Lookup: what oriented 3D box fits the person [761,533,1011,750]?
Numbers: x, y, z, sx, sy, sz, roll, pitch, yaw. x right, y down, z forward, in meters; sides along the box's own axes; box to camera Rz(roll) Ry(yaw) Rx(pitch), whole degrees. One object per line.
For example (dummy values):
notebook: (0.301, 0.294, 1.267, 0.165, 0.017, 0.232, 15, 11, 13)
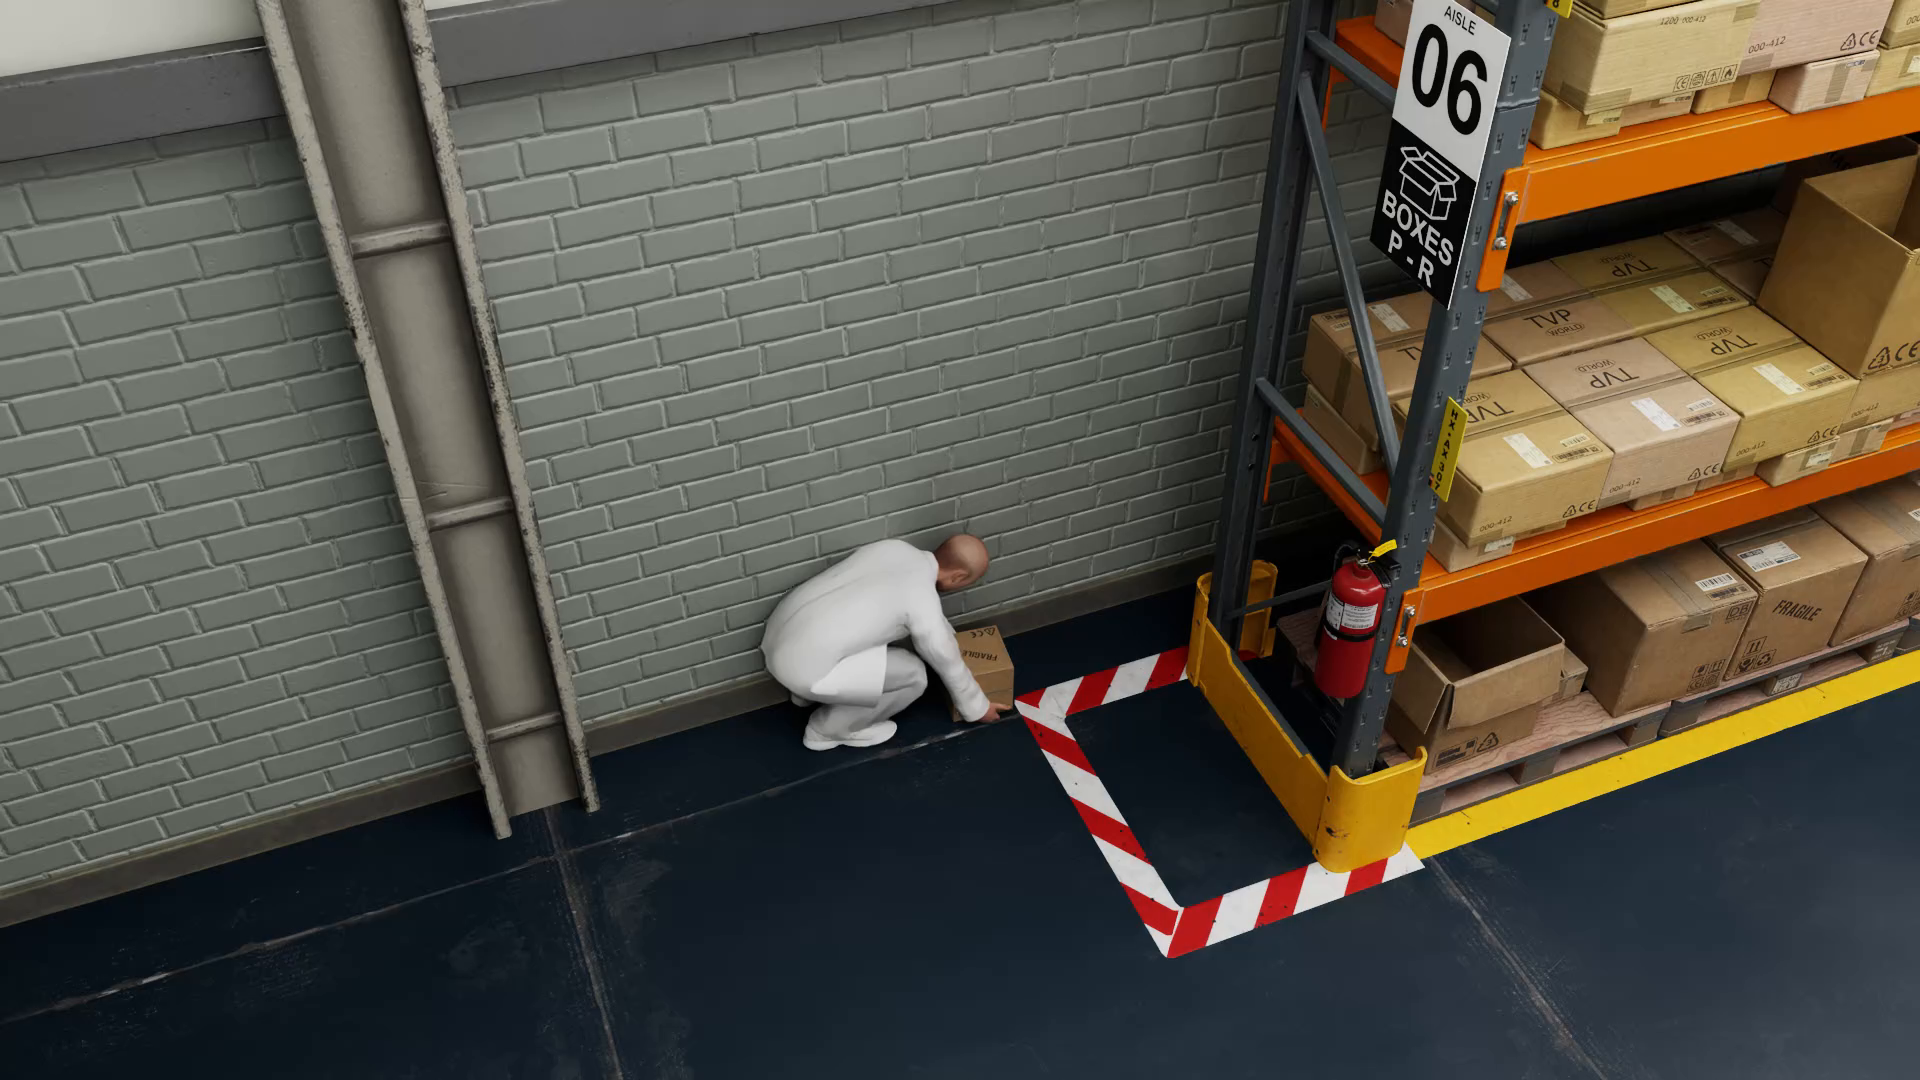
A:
person: (-0.300, 0.418, 6.529, 0.950, 0.842, 0.580, -11, 42, -12)
